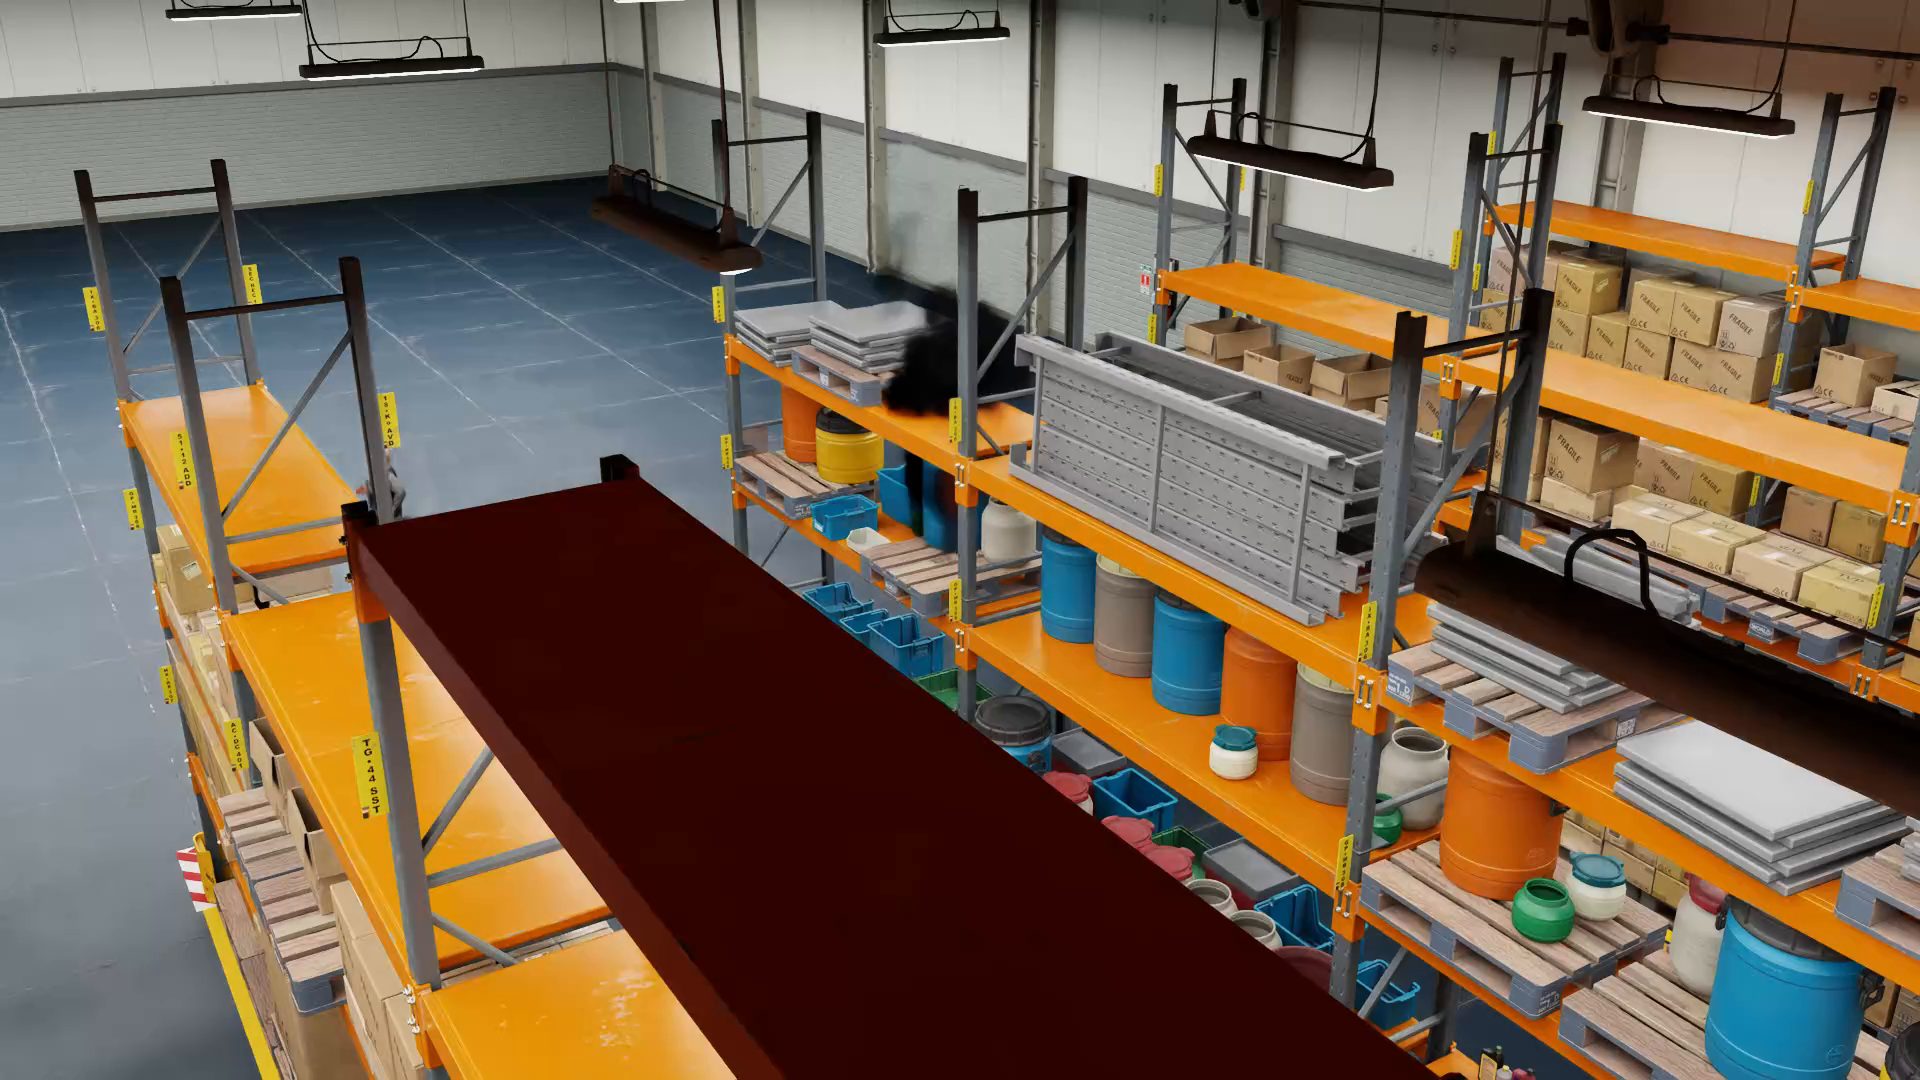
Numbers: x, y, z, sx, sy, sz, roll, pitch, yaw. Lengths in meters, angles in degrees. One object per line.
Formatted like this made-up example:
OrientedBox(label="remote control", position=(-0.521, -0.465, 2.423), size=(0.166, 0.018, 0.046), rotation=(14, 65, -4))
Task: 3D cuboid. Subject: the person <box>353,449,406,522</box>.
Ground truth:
OrientedBox(label="person", position=(-6.770, -0.265, 19.679), size=(0.950, 1.724, 0.657), rotation=(-5, 22, -12))
